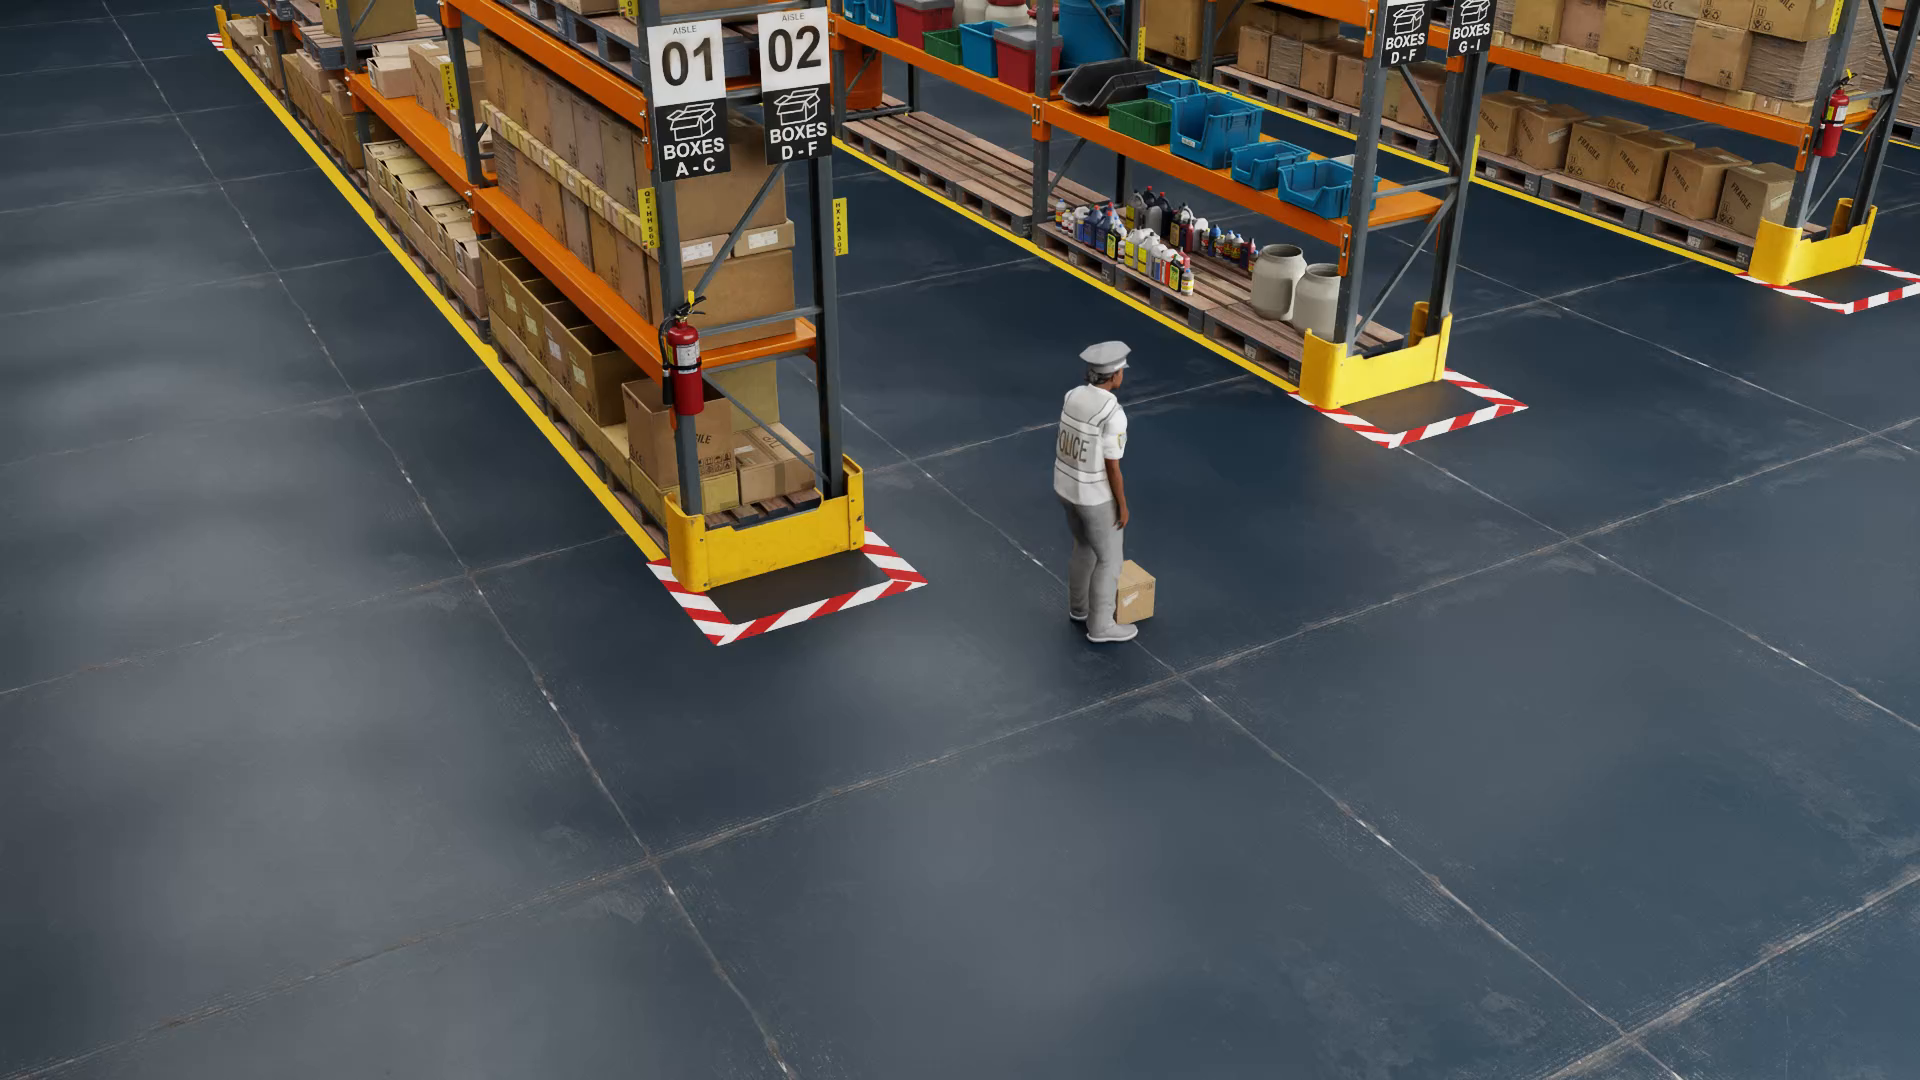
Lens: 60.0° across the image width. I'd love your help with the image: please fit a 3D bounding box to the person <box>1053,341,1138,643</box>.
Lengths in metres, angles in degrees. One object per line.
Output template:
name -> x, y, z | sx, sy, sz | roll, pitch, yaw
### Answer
person -> 0.745, -0.254, 9.010 | 0.428, 1.659, 0.529 | -18, 34, -29
